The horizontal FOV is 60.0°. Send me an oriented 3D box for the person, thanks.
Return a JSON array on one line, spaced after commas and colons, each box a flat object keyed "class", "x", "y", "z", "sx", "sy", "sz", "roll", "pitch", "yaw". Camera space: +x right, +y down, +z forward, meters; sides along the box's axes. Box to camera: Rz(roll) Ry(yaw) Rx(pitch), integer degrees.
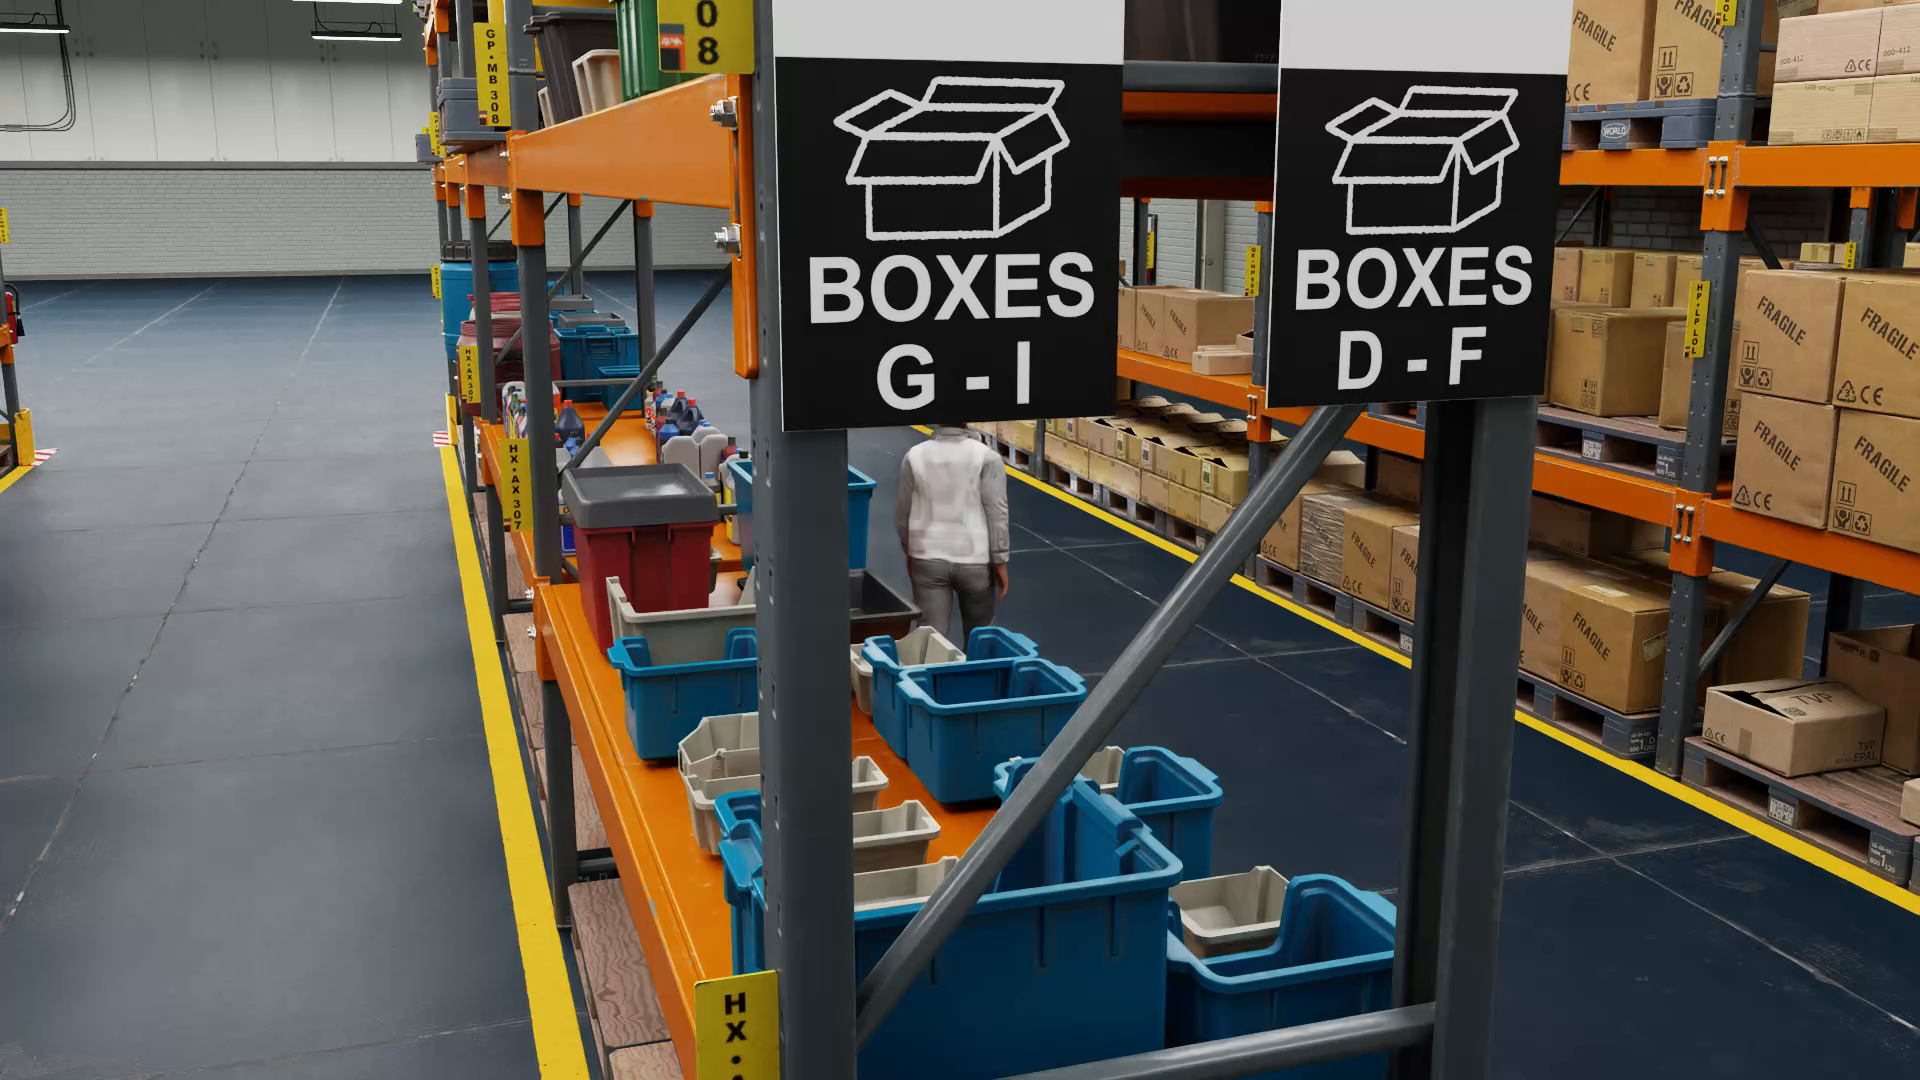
[{"class": "person", "x": -0.029, "y": 0.070, "z": 8.071, "sx": 0.566, "sy": 1.722, "sz": 1.021, "roll": 1, "pitch": 12, "yaw": 6}]
